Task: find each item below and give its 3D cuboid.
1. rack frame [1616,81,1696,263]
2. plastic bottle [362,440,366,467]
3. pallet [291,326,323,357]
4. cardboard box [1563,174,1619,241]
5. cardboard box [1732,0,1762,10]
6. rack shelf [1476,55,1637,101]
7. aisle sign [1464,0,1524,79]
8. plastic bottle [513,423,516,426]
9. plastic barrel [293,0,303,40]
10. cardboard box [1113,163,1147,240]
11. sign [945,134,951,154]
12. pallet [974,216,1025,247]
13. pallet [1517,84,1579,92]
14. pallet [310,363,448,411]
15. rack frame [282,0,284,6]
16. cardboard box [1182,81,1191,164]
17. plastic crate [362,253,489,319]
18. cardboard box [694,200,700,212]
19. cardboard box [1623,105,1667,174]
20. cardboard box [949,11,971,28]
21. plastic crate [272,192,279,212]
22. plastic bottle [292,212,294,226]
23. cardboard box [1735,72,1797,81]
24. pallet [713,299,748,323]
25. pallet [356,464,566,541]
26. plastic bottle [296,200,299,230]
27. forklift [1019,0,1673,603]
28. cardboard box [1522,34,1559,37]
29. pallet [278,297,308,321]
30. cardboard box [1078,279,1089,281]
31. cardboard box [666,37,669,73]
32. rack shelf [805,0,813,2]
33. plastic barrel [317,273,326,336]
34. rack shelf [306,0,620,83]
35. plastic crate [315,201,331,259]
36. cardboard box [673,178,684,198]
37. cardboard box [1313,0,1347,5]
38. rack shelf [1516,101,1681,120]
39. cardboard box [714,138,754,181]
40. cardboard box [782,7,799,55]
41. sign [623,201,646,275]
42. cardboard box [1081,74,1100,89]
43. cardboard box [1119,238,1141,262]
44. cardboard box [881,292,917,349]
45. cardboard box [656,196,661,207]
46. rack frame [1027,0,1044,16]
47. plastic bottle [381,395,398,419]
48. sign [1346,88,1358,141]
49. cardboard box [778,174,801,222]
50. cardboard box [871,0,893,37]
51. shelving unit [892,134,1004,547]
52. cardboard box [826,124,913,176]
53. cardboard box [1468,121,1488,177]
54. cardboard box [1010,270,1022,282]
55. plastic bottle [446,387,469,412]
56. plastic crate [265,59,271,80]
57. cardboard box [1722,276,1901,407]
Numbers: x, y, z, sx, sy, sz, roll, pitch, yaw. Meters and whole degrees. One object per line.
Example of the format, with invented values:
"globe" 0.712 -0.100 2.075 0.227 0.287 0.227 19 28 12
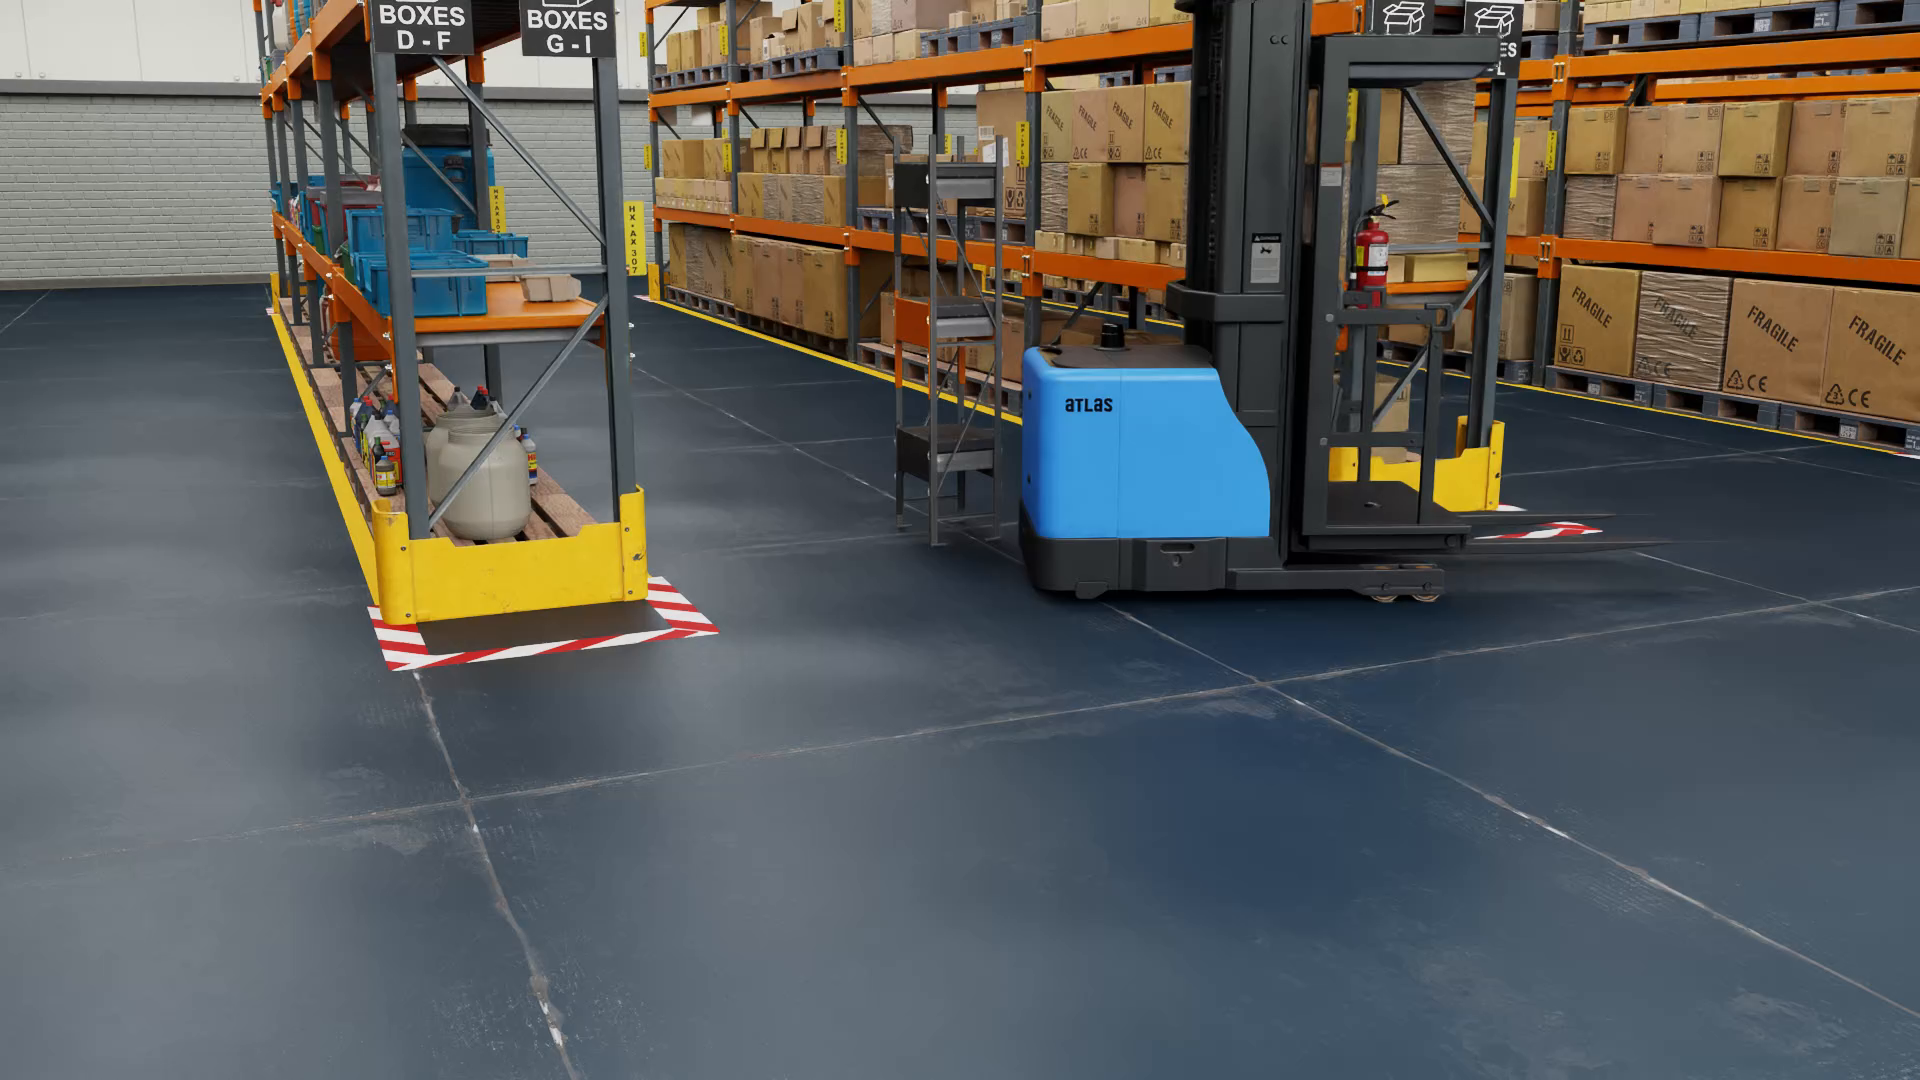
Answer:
"rack frame" 8.453 -4.157 20.178 1.000 3.000 0.127 -6 14 -23
"plastic bottle" -3.453 -0.535 9.760 0.097 0.201 0.097 0 13 0
"pallet" -6.497 -2.119 17.557 1.003 0.211 1.213 -6 14 -23
"cardboard box" 5.719 -2.860 14.244 0.875 0.550 0.550 -6 14 -23
"cardboard box" 6.004 -4.035 12.401 0.380 0.149 0.250 -5 14 -22
"rack shelf" 4.759 -4.387 16.113 1.077 0.370 4.000 -6 14 -23
"aisle sign" 2.877 -2.890 8.938 0.394 0.787 0.004 -6 14 -23
"plastic bottle" -2.579 -0.541 9.629 0.097 0.271 0.097 0 13 0
"plastic barrel" -4.490 -4.049 11.949 0.600 0.901 0.708 -6 14 -23
"cardboard box" 1.559 -2.330 11.402 0.875 0.500 0.500 -6 14 -23
"sign" -0.134 -3.838 16.409 0.100 0.325 0.005 -6 14 -23
"pallet" 0.802 -2.513 13.500 1.003 0.211 1.213 -6 14 -23
"pallet" 7.696 -5.885 21.412 1.003 0.211 1.213 -5 14 -20
"pallet" -4.891 -1.292 13.985 1.003 0.211 1.213 -6 14 -23
"rack frame" -5.165 -5.737 13.701 1.000 3.000 0.127 -6 14 -23
"cardboard box" 1.727 -2.587 10.297 0.500 0.500 0.500 -6 14 -23
"plastic crate" -2.436 -1.165 7.583 0.499 0.251 0.616 -6 14 -23
"cardboard box" -3.167 -4.265 21.201 0.380 0.149 0.250 -6 14 -24
"cardboard box" 6.003 -3.279 13.658 0.875 0.550 0.550 -6 14 -23
"cardboard box" 0.132 -4.366 14.015 0.380 0.166 0.250 -6 14 -25
"plastic crate" -8.045 -4.062 20.007 0.416 0.233 0.300 -6 14 -23
"plastic bottle" -6.725 -3.292 16.881 0.097 0.201 0.097 0 13 0
"cardboard box" 9.090 -5.356 18.478 0.797 0.503 0.637 -6 14 -23
"pallet" -2.462 -2.894 20.905 1.003 0.211 1.213 -6 14 -23
"pallet" -2.840 -0.234 9.415 1.003 0.211 1.213 -6 14 -23
"plastic bottle" -6.304 -3.104 15.890 0.061 0.283 0.133 -6 14 -23
"forklift" 1.833 -1.260 7.813 3.031 2.935 1.130 -1 13 -3
"cardboard box" 5.372 -4.691 15.239 0.250 0.149 0.380 -6 14 -23
"pallet" -8.075 -2.935 21.082 1.003 0.211 1.213 -6 14 -23
"cardboard box" 1.818 -3.567 22.361 0.380 0.149 0.250 -6 14 -26
"cardboard box" -3.574 -6.575 22.600 0.700 0.500 0.500 -7 15 -26
"rack shelf" -1.428 -6.052 17.545 1.077 0.370 4.000 -6 14 -23
"plastic barrel" -6.282 -2.563 17.013 0.600 0.901 0.708 -6 14 -23
"rack shelf" -2.762 -2.686 8.764 1.077 0.370 4.000 -6 14 -23
"plastic crate" -4.290 -2.180 11.672 0.392 0.384 0.575 -6 14 -23
"cardboard box" -3.475 -4.652 21.990 0.500 0.250 0.500 -6 14 -25
"cardboard box" 2.151 -3.074 9.179 0.500 0.250 0.500 -5 14 -22
"rack shelf" 10.596 -6.956 27.217 1.077 0.370 4.000 -6 14 -23
"cardboard box" -2.659 -4.596 20.086 0.500 0.500 0.500 -5 14 -21
"cardboard box" -1.465 -5.398 17.728 0.797 0.503 0.637 -6 14 -24
"sign" -1.455 -1.345 7.416 0.100 0.325 0.005 -6 14 -23
"cardboard box" 1.911 -5.981 21.738 0.500 0.250 0.500 -5 14 -22
"cardboard box" 1.309 -1.985 11.353 0.380 0.149 0.250 -6 14 -23
"cardboard box" -0.341 -2.122 15.952 0.700 0.500 0.500 -6 15 -26
"cardboard box" -3.992 -4.689 23.034 0.380 0.149 0.250 -5 14 -22
"rack frame" 0.975 -5.358 12.063 1.000 3.000 0.127 -6 14 -23
"plastic bottle" -3.488 -0.721 10.230 0.144 0.351 0.185 -6 14 -23
"sign" 2.061 -2.281 8.804 0.100 0.325 0.005 -6 14 -23
"cardboard box" -1.660 -3.706 18.007 0.500 0.500 0.500 -5 14 -22
"cardboard box" -0.475 -4.790 14.930 0.500 0.500 0.500 -6 14 -23
"shelving unit" -0.066 -1.057 8.781 0.431 2.100 0.503 -6 14 -23
"cardboard box" -0.905 -3.952 16.845 0.797 0.503 0.637 -5 14 -21
"cardboard box" 5.148 -3.606 15.360 0.700 0.500 0.500 -6 14 -24
"cardboard box" 0.957 -3.860 24.287 0.380 0.149 0.250 -5 14 -22
"plastic bottle" -3.173 -0.792 10.537 0.144 0.351 0.185 -6 14 -23
"plastic crate" -7.214 -5.059 17.894 0.450 0.188 0.662 -6 14 -23
"cardboard box" 6.476 -1.521 12.571 0.875 0.875 0.875 -6 14 -24
